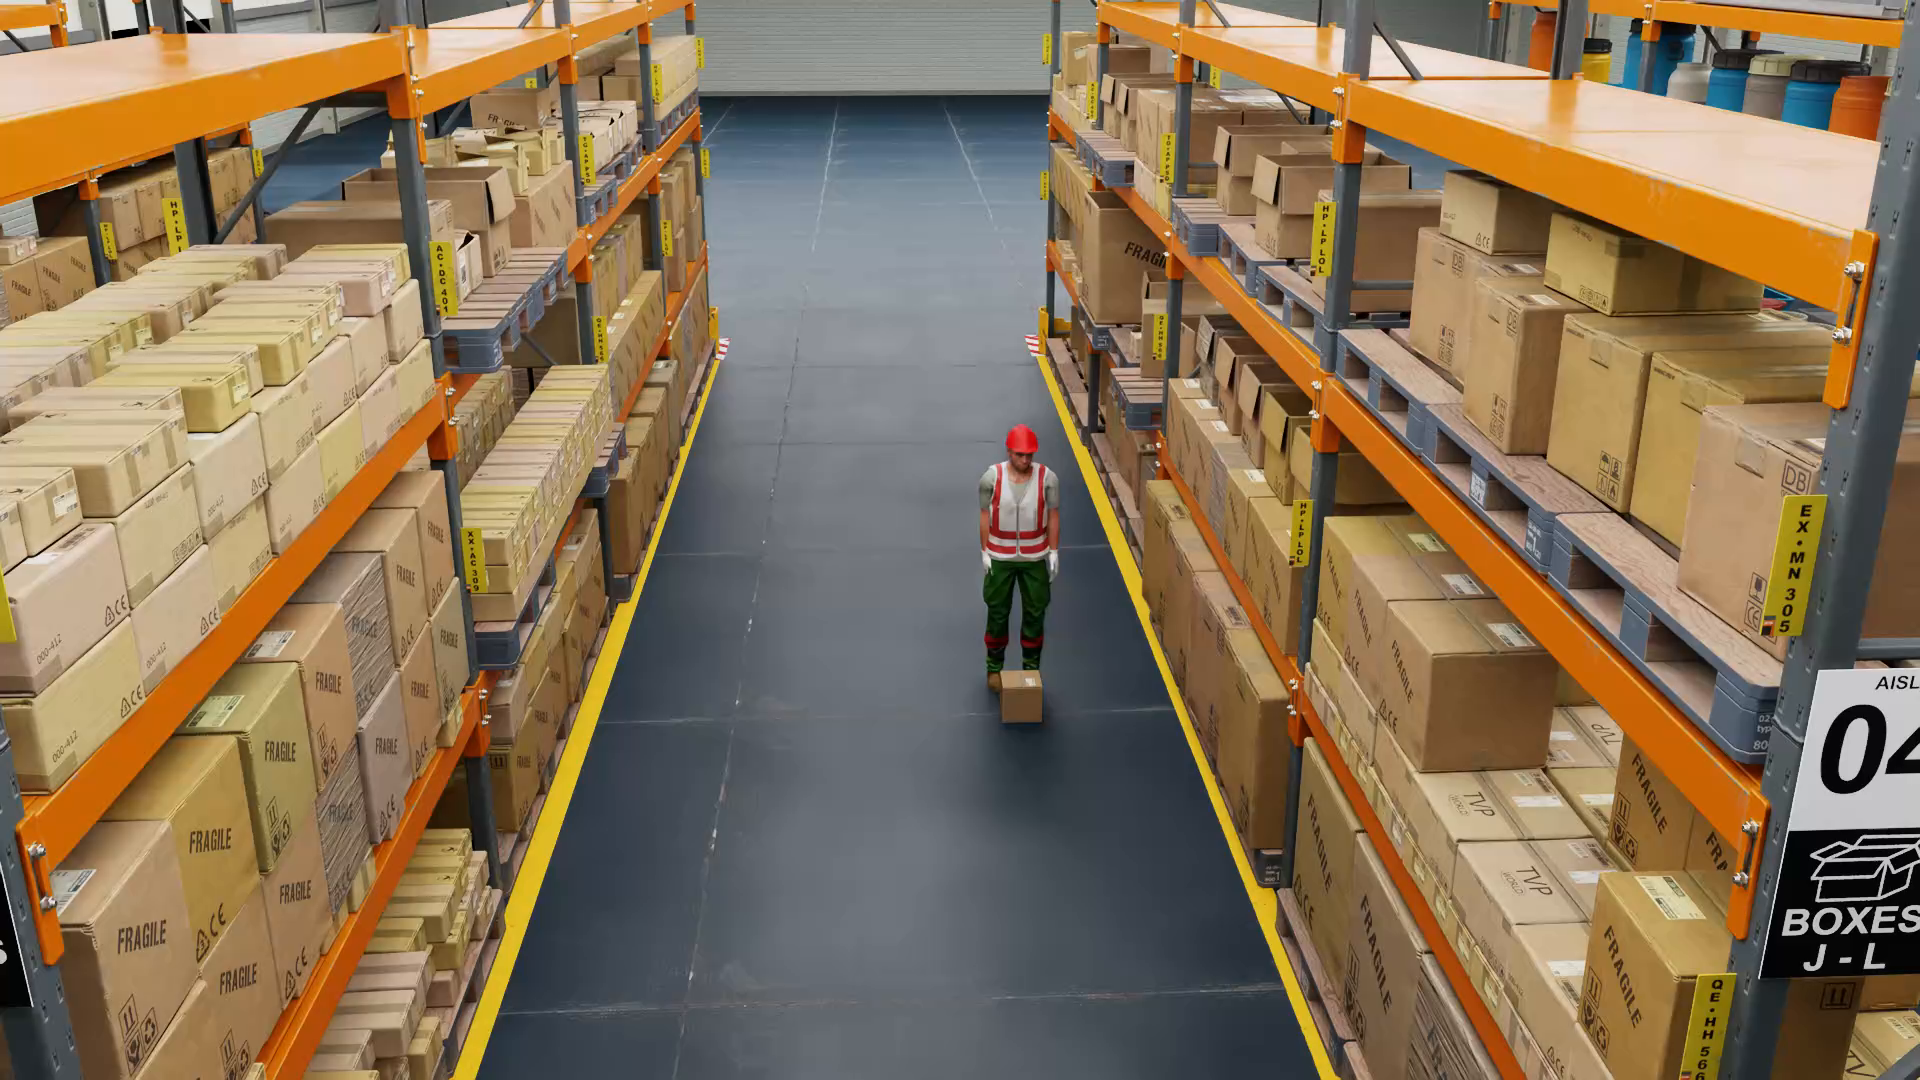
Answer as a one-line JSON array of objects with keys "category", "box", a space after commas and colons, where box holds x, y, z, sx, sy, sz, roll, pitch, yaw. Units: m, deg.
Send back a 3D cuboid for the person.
[{"category": "person", "box": [0.383, 0.112, 10.757, 0.527, 1.785, 0.344, -1, 20, -2]}]
